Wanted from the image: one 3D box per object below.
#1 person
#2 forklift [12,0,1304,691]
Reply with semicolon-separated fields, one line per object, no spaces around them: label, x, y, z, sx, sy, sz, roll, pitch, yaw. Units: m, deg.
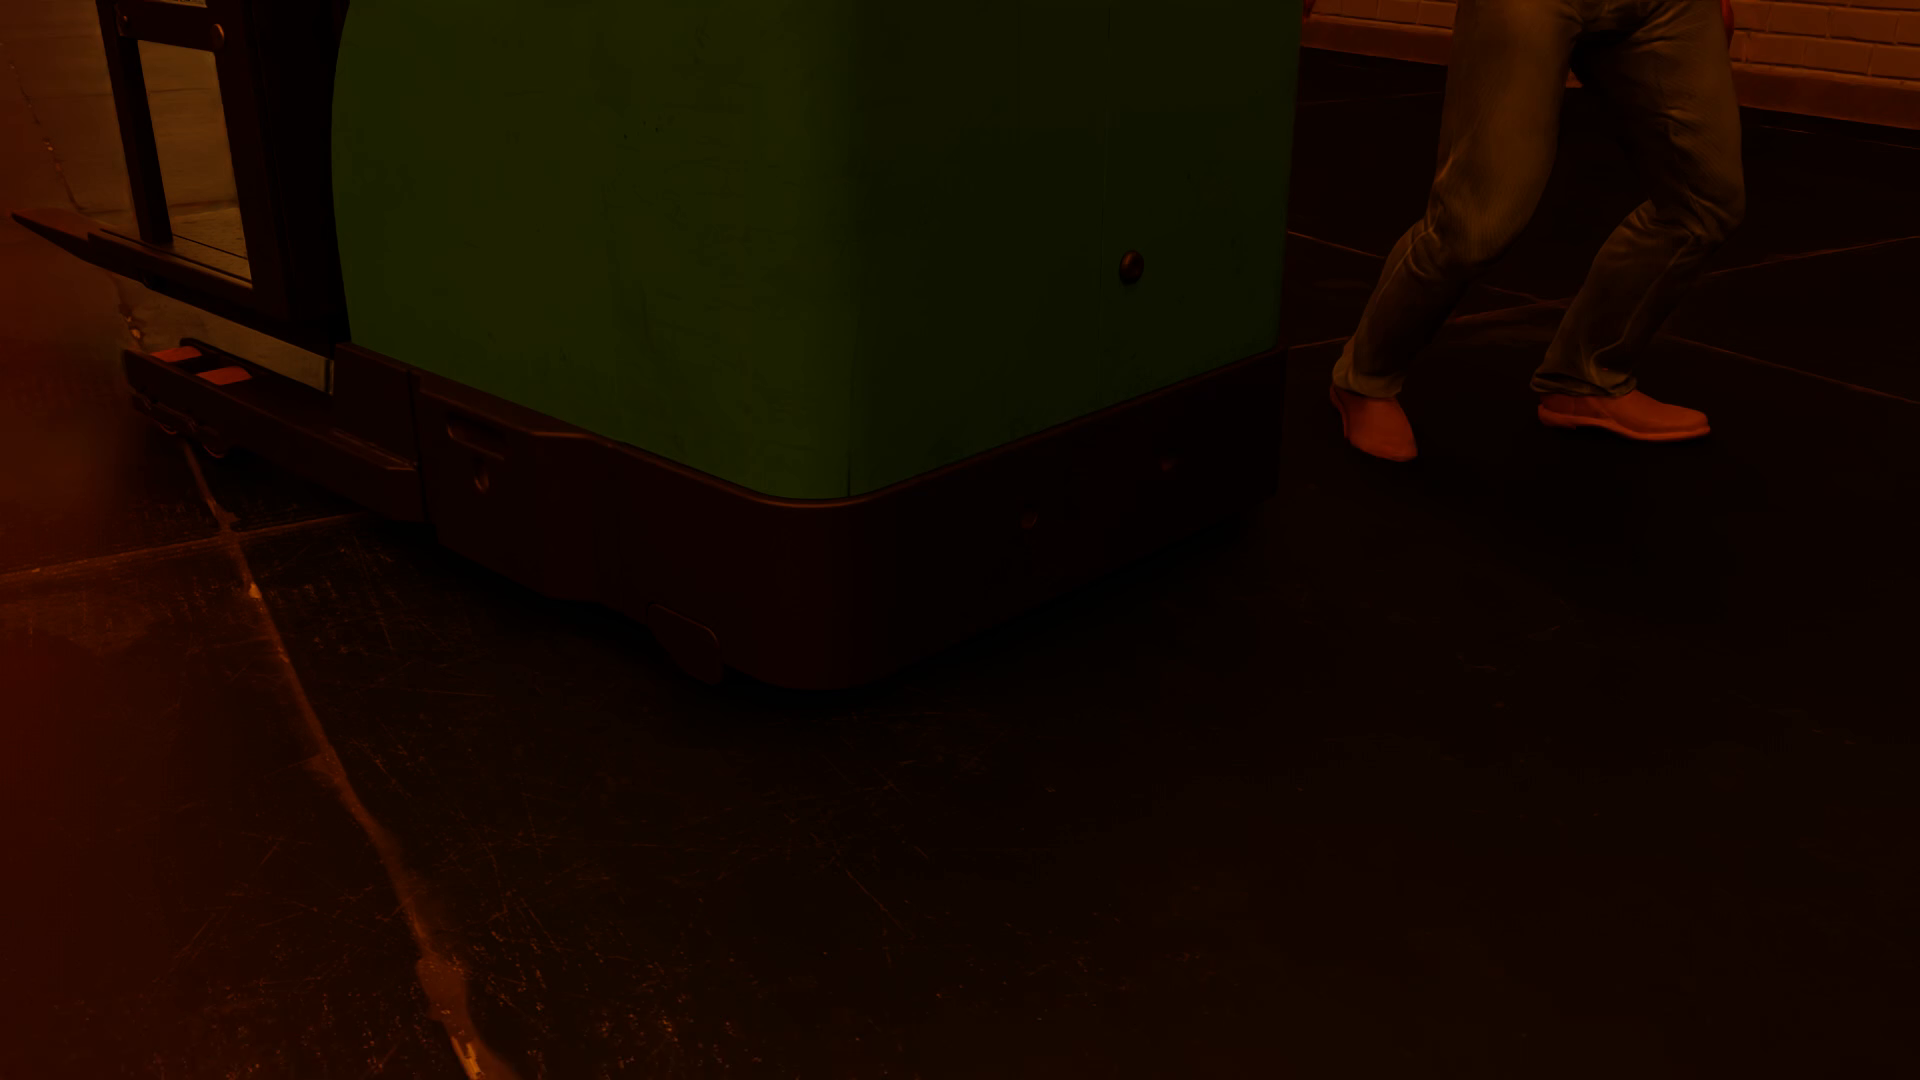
person;0.930;-0.942;2.744;0.897;1.718;0.502;-7;23;-17
forklift;-0.914;-1.628;2.742;3.031;2.935;1.130;20;29;39
